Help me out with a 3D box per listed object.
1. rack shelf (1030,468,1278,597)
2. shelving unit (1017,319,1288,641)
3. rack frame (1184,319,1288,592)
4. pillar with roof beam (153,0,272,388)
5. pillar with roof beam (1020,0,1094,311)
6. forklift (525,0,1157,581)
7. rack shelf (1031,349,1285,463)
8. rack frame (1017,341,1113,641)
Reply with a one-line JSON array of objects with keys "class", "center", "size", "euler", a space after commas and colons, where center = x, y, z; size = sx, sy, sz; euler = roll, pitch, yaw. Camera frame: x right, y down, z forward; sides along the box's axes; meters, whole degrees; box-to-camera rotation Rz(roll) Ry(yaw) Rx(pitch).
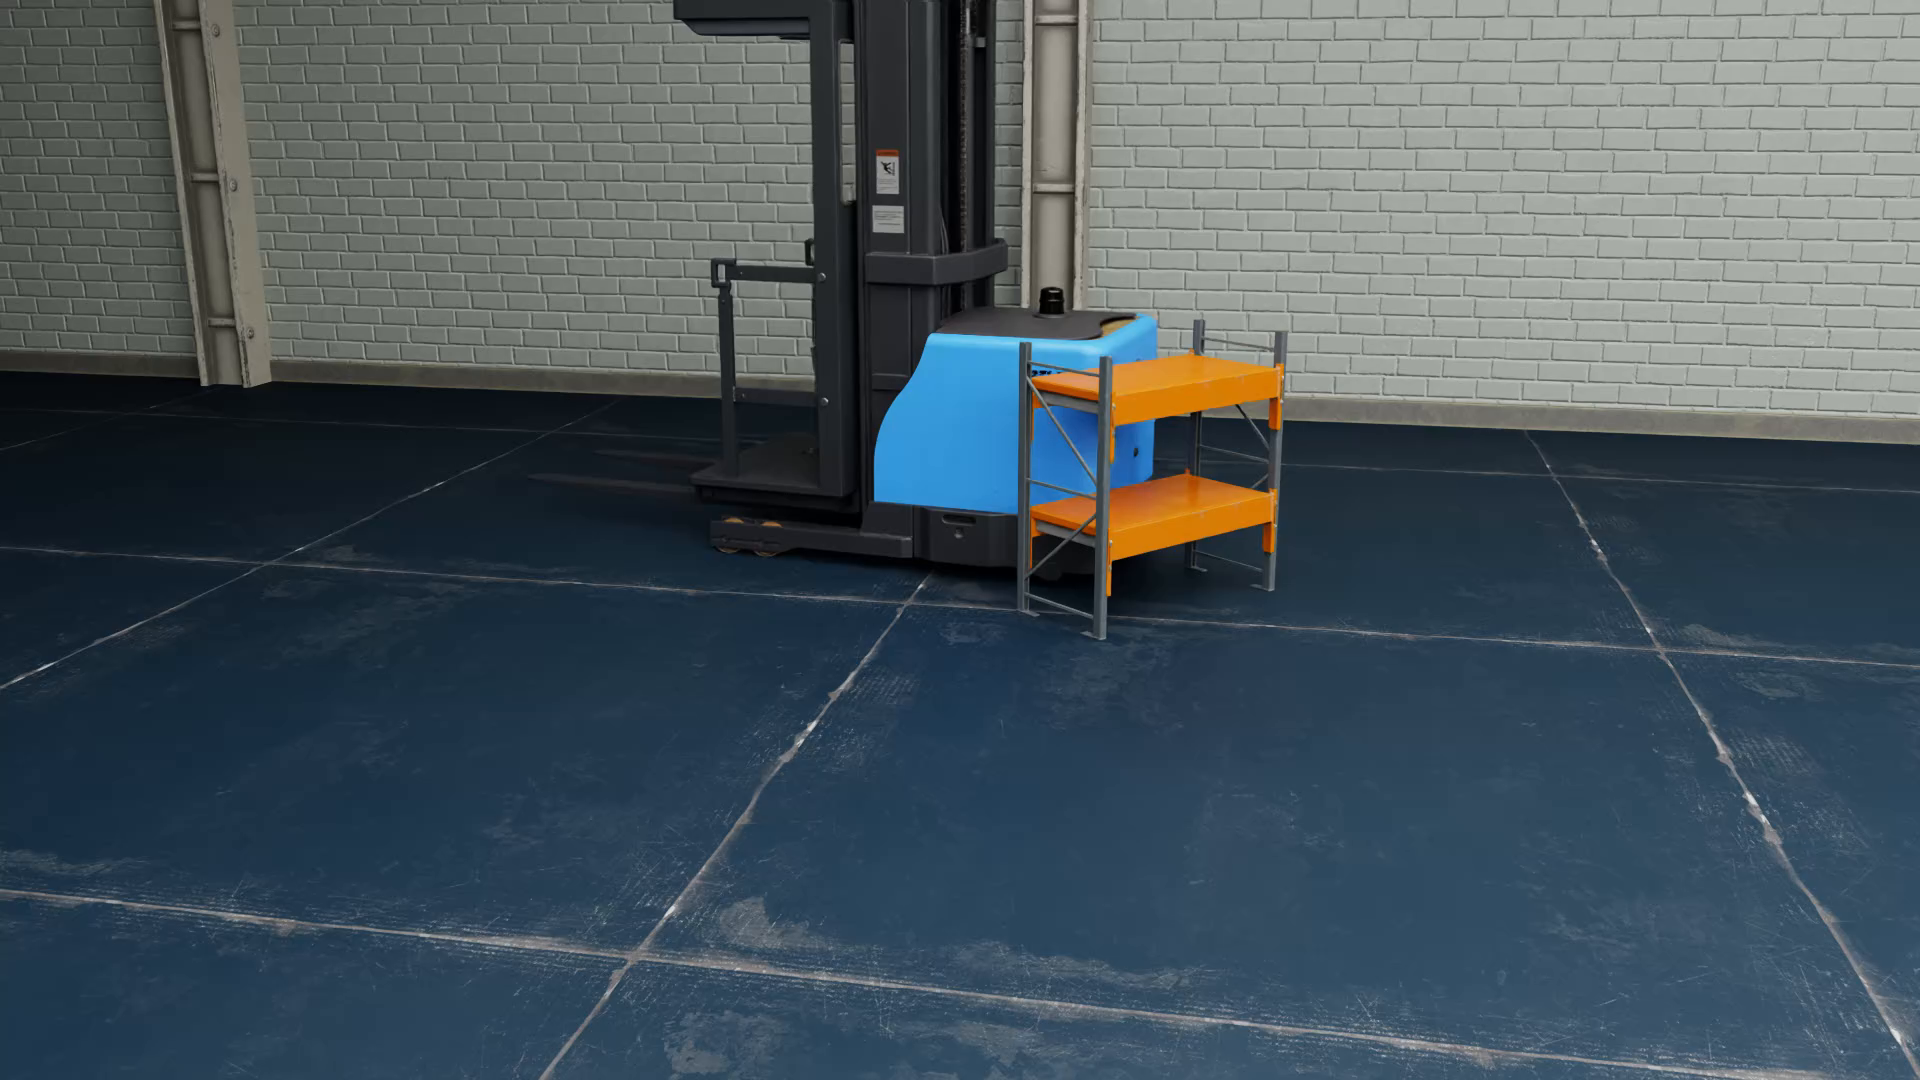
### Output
[{"class": "rack shelf", "center": [0.799, -0.049, 6.978], "size": [1.000, 0.278, 0.538], "euler": [-12, 20, -38]}, {"class": "shelving unit", "center": [0.799, -0.285, 6.913], "size": [1.048, 1.125, 0.538], "euler": [-12, 20, -38]}, {"class": "rack frame", "center": [1.190, -0.371, 7.225], "size": [0.032, 1.125, 0.500], "euler": [-12, 20, -38]}, {"class": "pillar with roof beam", "center": [-6.126, -4.356, 6.860], "size": [0.400, 9.000, 9.100], "euler": [3, 16, 11]}, {"class": "pillar with roof beam", "center": [-0.247, -4.037, 5.708], "size": [0.400, 9.000, 9.100], "euler": [3, 16, 11]}, {"class": "forklift", "center": [-0.637, -1.456, 7.758], "size": [3.031, 2.935, 1.130], "euler": [6, 16, 19]}, {"class": "rack shelf", "center": [0.799, -0.567, 6.835], "size": [1.000, 0.278, 0.538], "euler": [-12, 20, -38]}, {"class": "rack frame", "center": [0.407, -0.198, 6.600], "size": [0.032, 1.125, 0.500], "euler": [-12, 20, -38]}]
